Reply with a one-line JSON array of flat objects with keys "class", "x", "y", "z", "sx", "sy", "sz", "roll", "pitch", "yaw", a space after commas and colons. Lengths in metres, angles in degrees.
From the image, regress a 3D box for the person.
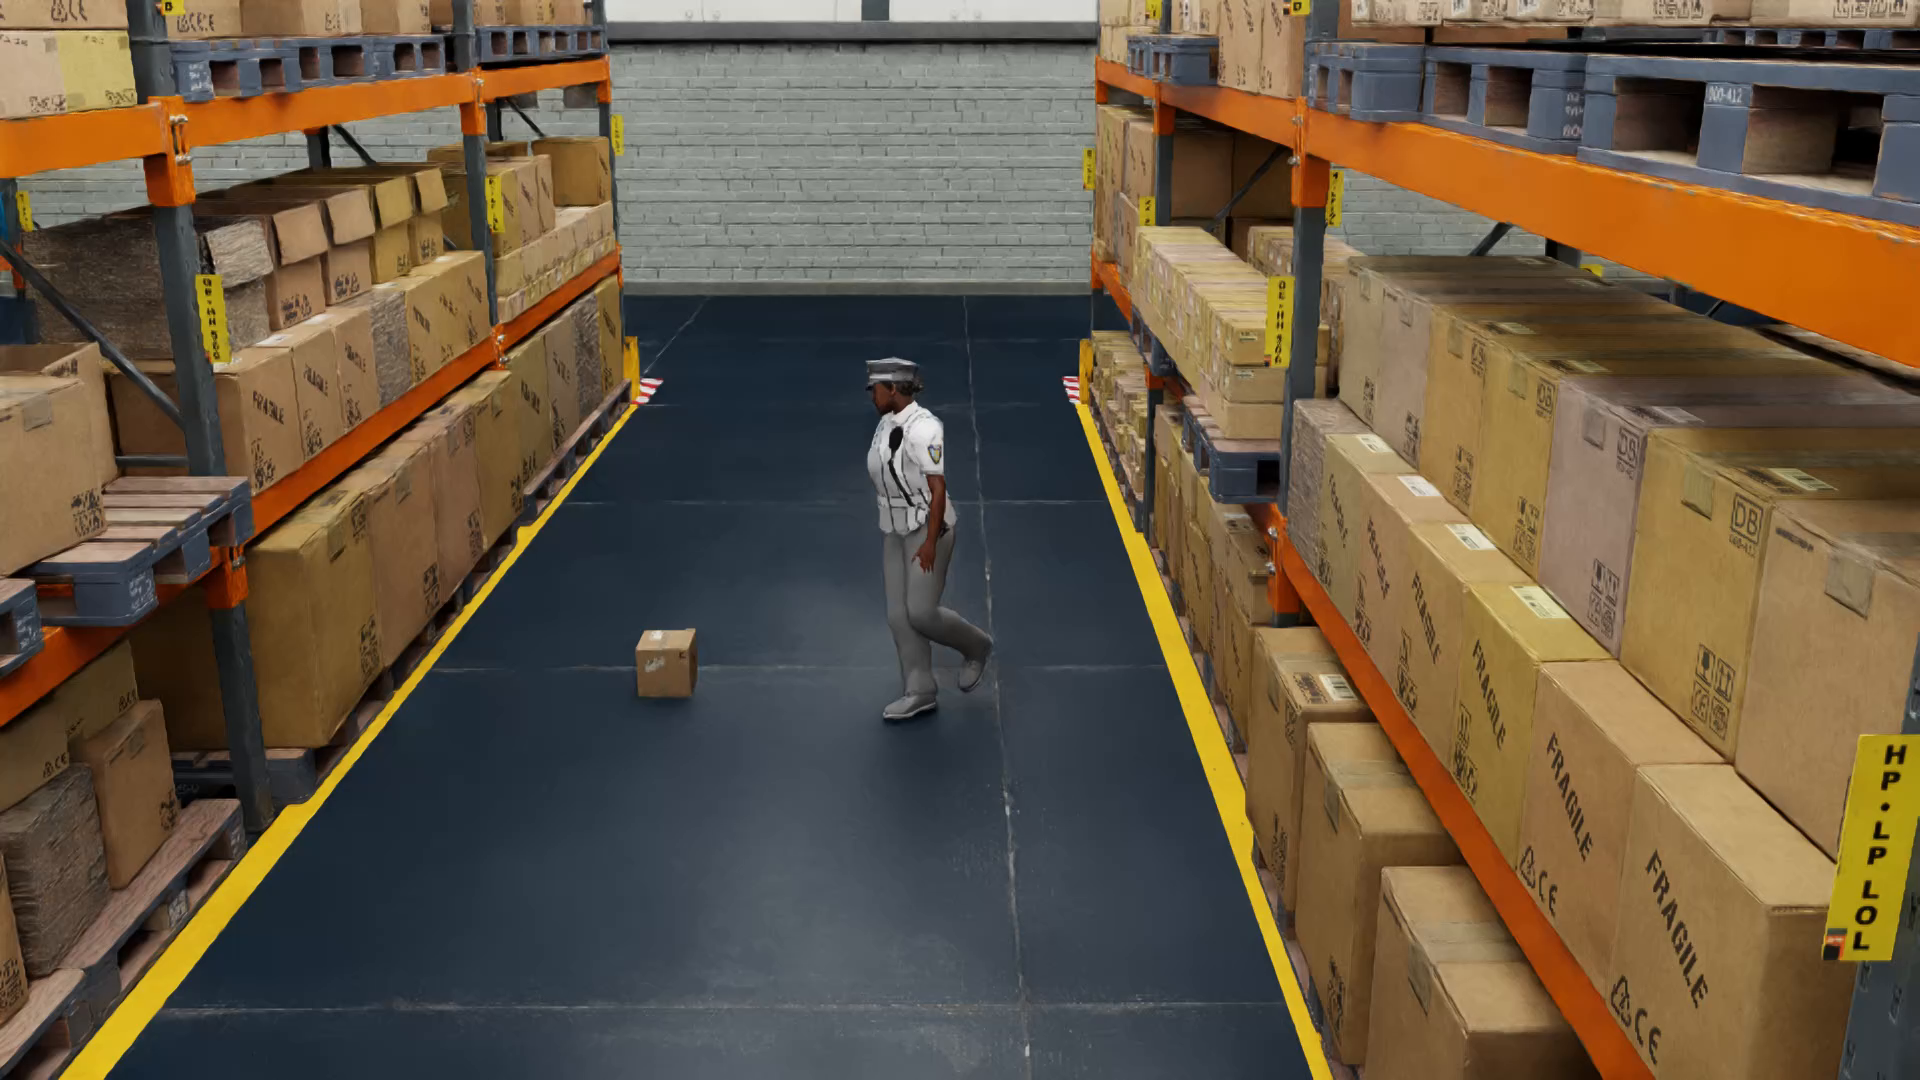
[{"class": "person", "x": -0.175, "y": -0.027, "z": 7.658, "sx": 0.591, "sy": 1.636, "sz": 0.521, "roll": -13, "pitch": 21, "yaw": -35}]
